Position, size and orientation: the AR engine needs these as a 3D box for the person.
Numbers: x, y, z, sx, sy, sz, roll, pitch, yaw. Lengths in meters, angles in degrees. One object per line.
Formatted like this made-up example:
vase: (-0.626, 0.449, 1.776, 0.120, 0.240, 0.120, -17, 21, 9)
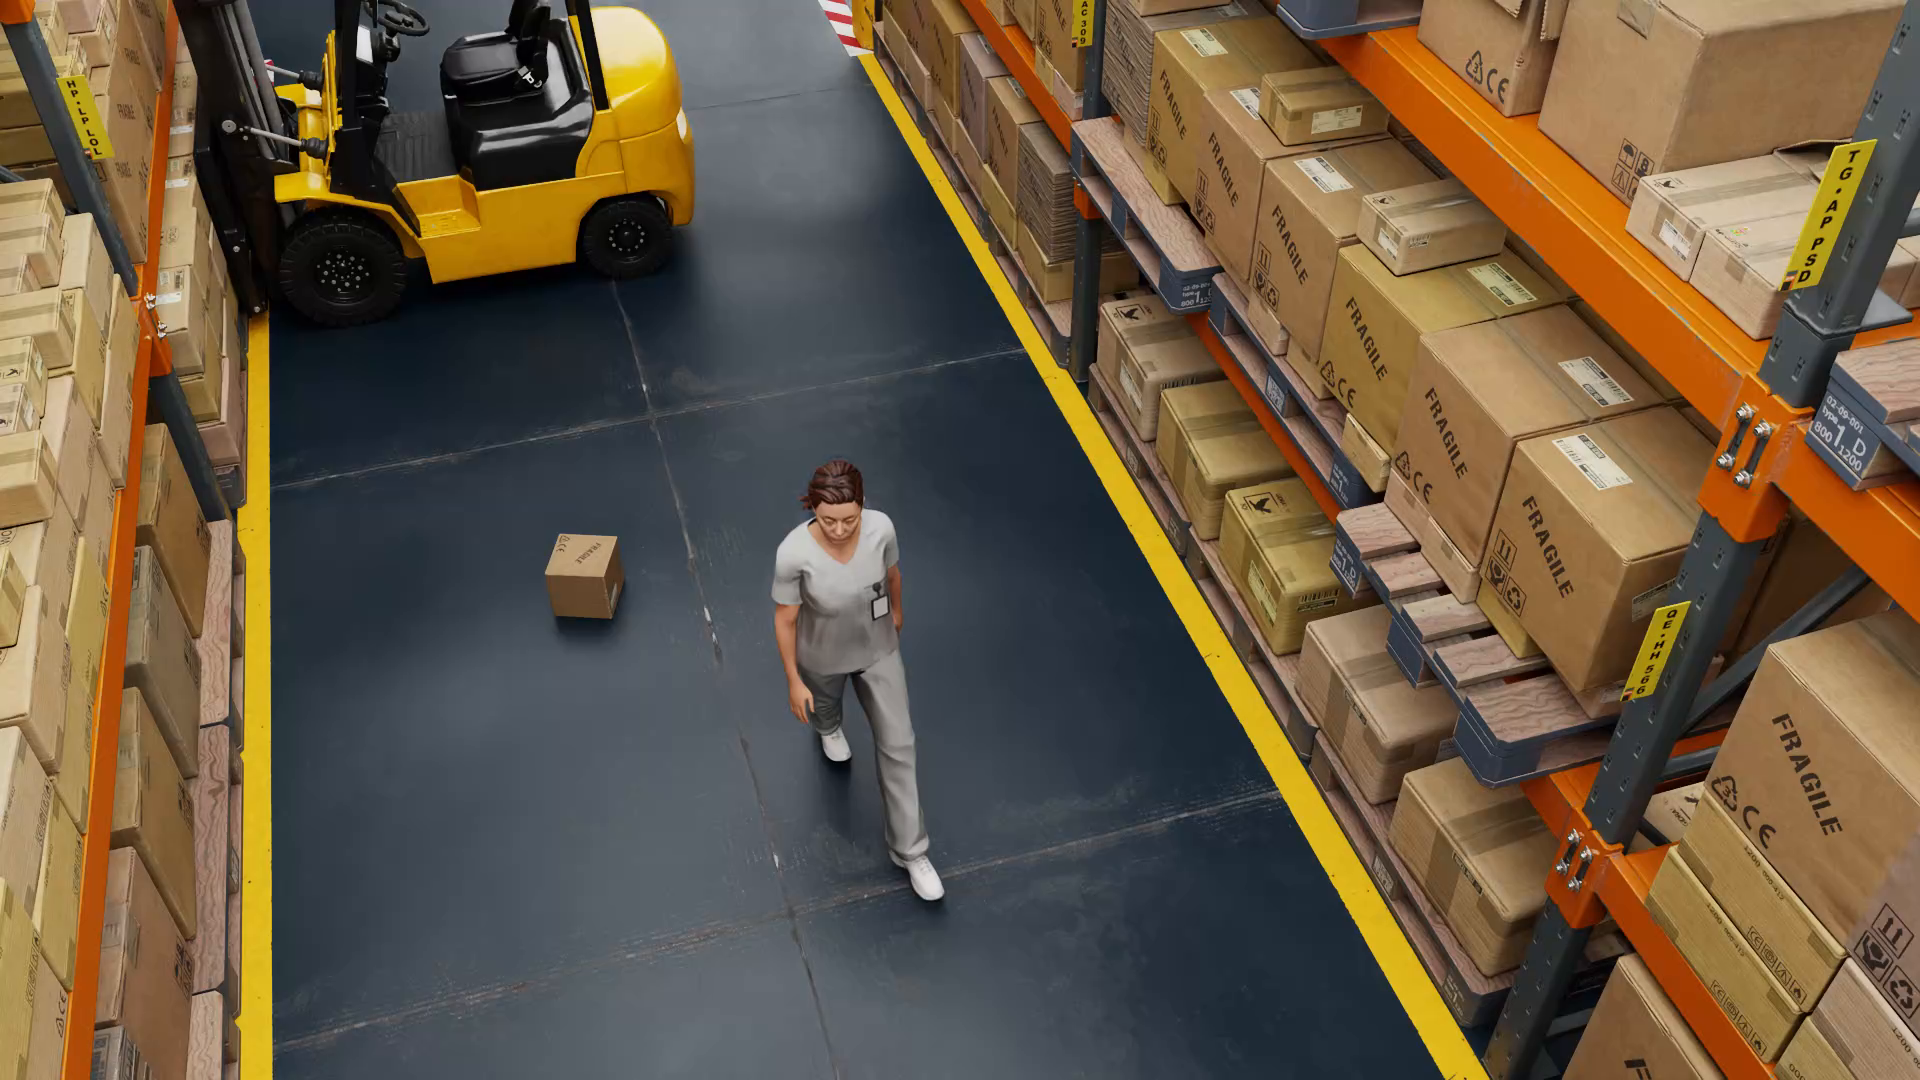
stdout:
person: (-0.377, 0.409, 5.700, 0.485, 1.607, 1.030, -11, 43, -11)
